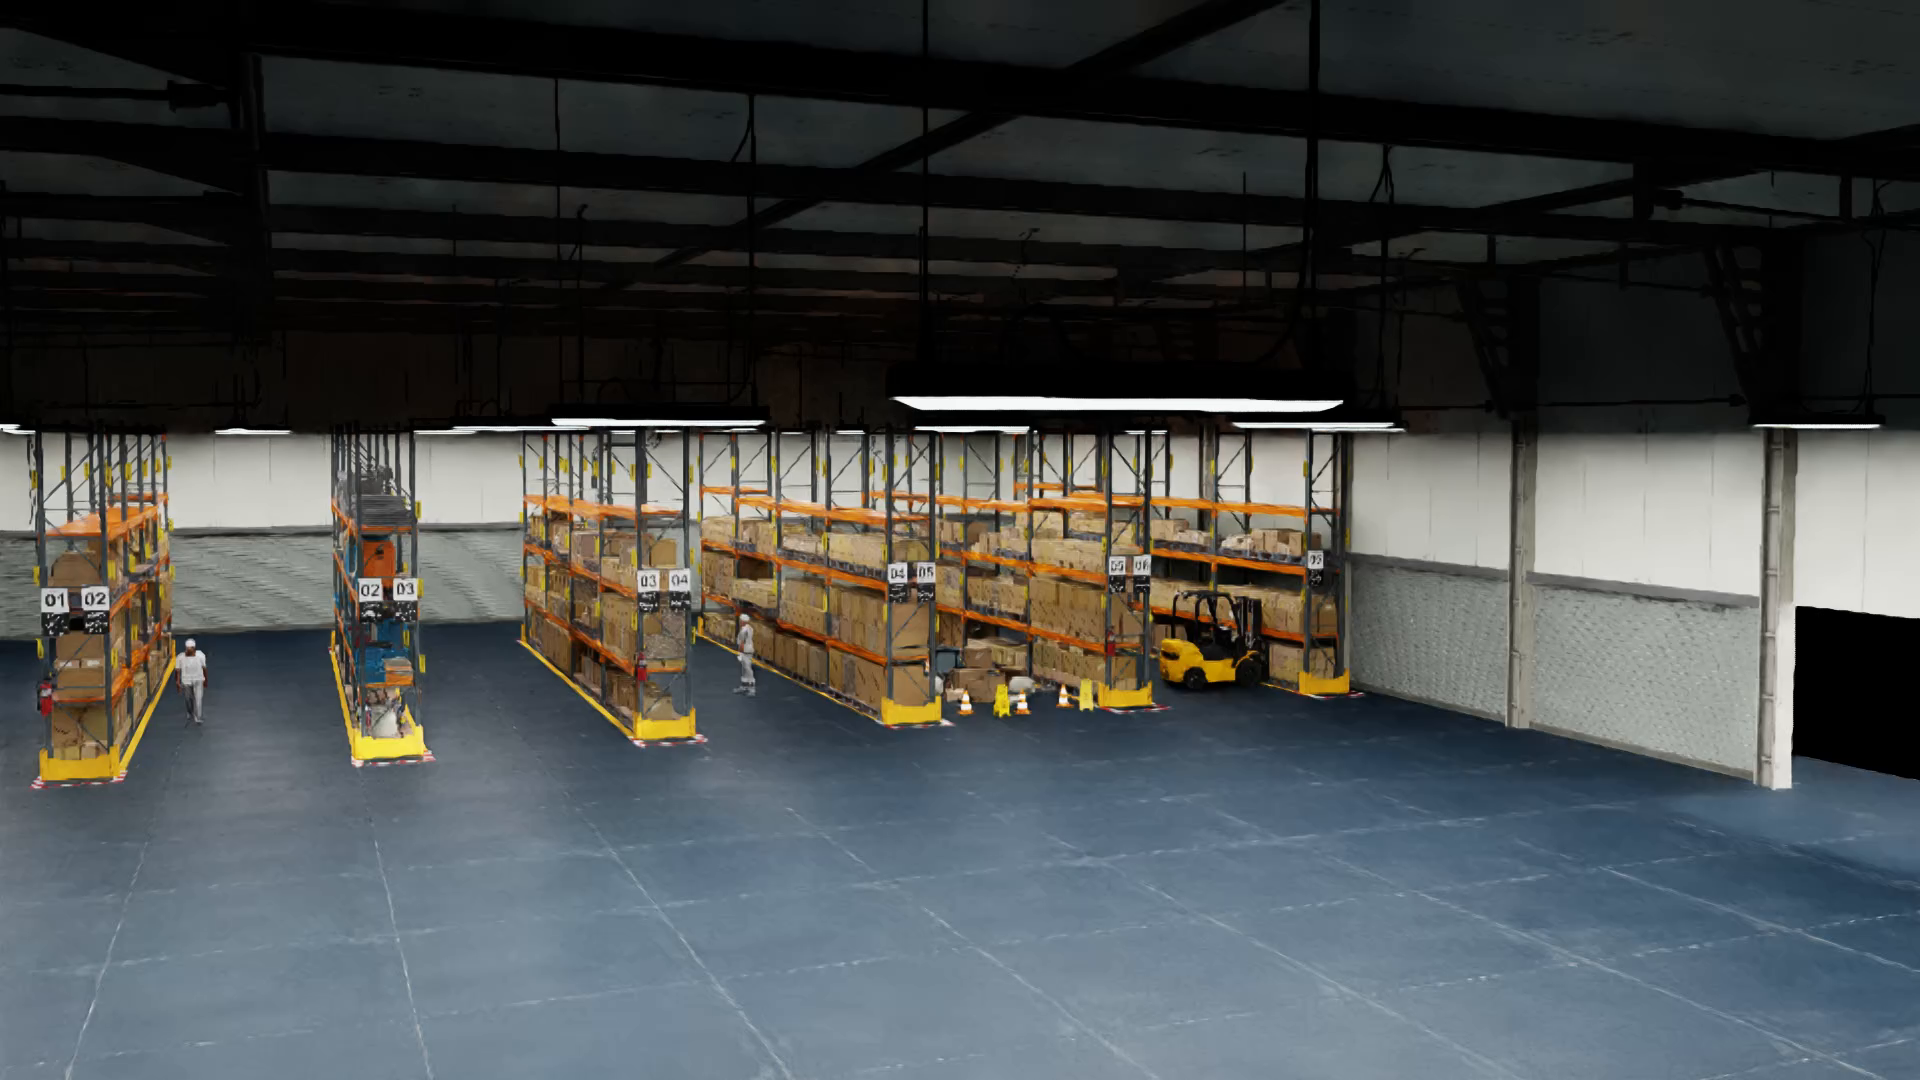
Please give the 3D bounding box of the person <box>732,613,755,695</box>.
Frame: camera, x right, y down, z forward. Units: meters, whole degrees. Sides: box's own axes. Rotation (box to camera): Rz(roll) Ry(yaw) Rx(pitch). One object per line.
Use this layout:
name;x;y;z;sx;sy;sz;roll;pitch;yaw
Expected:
person;-4.784;2.515;36.798;0.577;1.785;0.653;0;4;6

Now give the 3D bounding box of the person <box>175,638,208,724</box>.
person;-15.325;2.796;33.140;0.577;1.691;1.121;-1;4;-20
